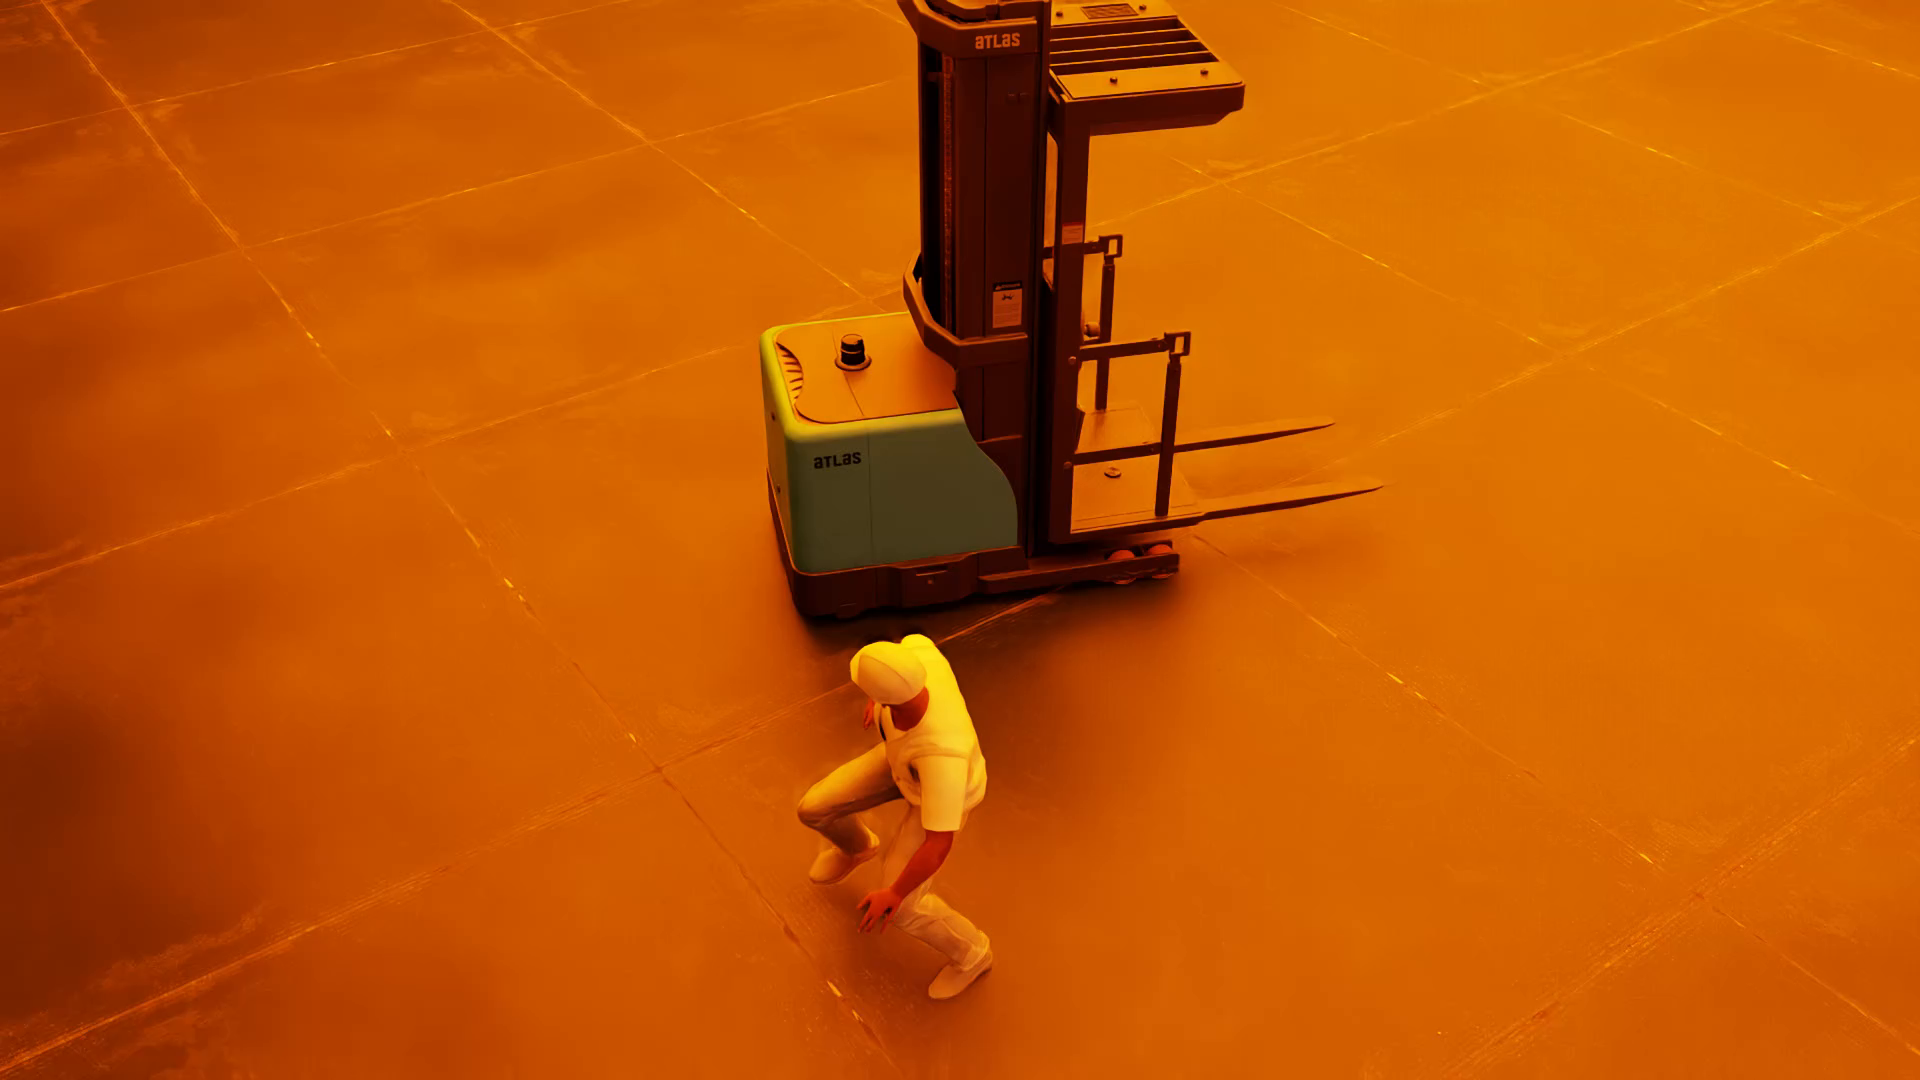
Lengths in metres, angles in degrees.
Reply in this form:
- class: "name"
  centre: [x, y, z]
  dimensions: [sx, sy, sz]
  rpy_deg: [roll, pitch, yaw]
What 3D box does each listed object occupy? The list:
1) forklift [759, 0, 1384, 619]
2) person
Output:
- class: "forklift"
  centre: [0.594, -1.261, 7.650]
  dimensions: [3.031, 2.935, 1.130]
  rpy_deg: [-8, 37, -11]
- class: "person"
  centre: [-0.233, 0.901, 5.968]
  dimensions: [0.683, 1.523, 0.835]
  rpy_deg: [-20, 41, -24]
